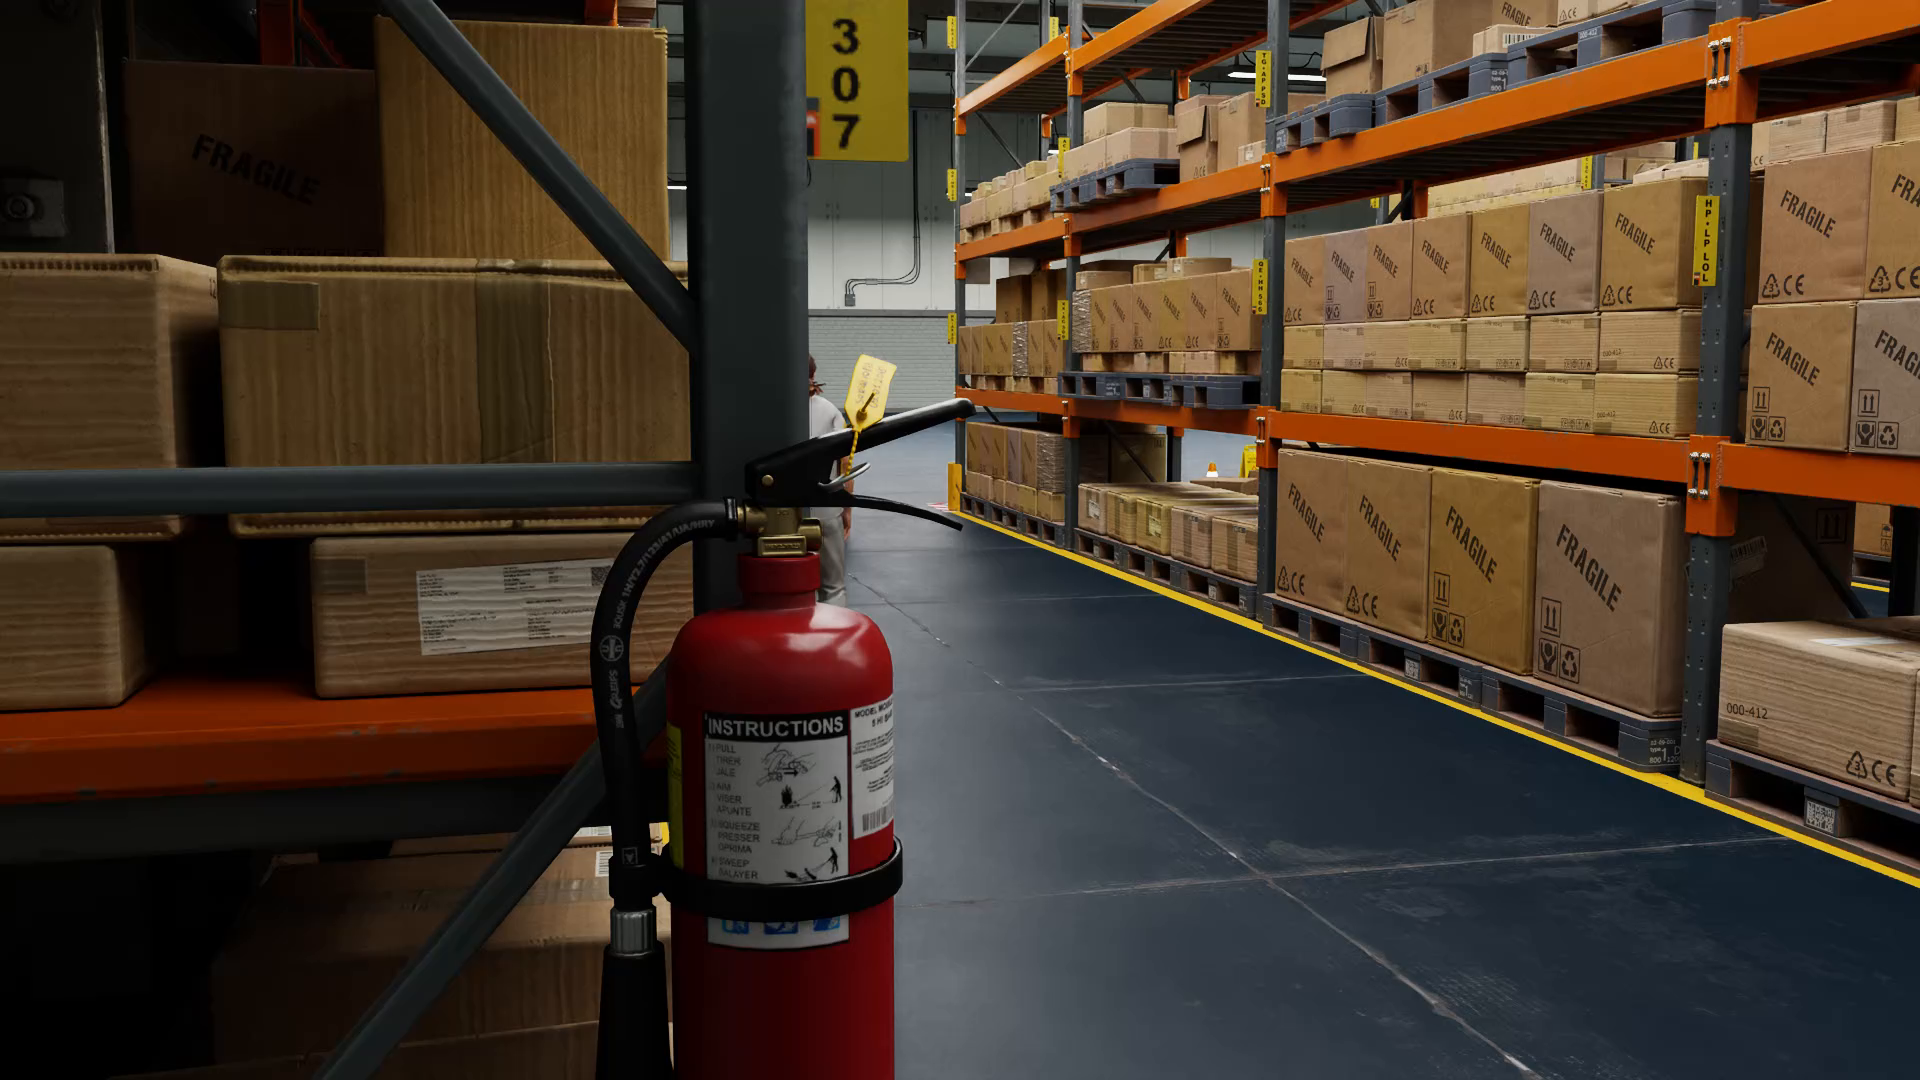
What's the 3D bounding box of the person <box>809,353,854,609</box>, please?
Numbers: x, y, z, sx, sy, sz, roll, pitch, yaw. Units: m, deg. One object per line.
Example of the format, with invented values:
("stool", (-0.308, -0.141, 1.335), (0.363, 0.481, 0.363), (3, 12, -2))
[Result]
("person", (-0.748, -0.101, 8.075), (0.514, 1.672, 0.357), (-2, 7, -18))
